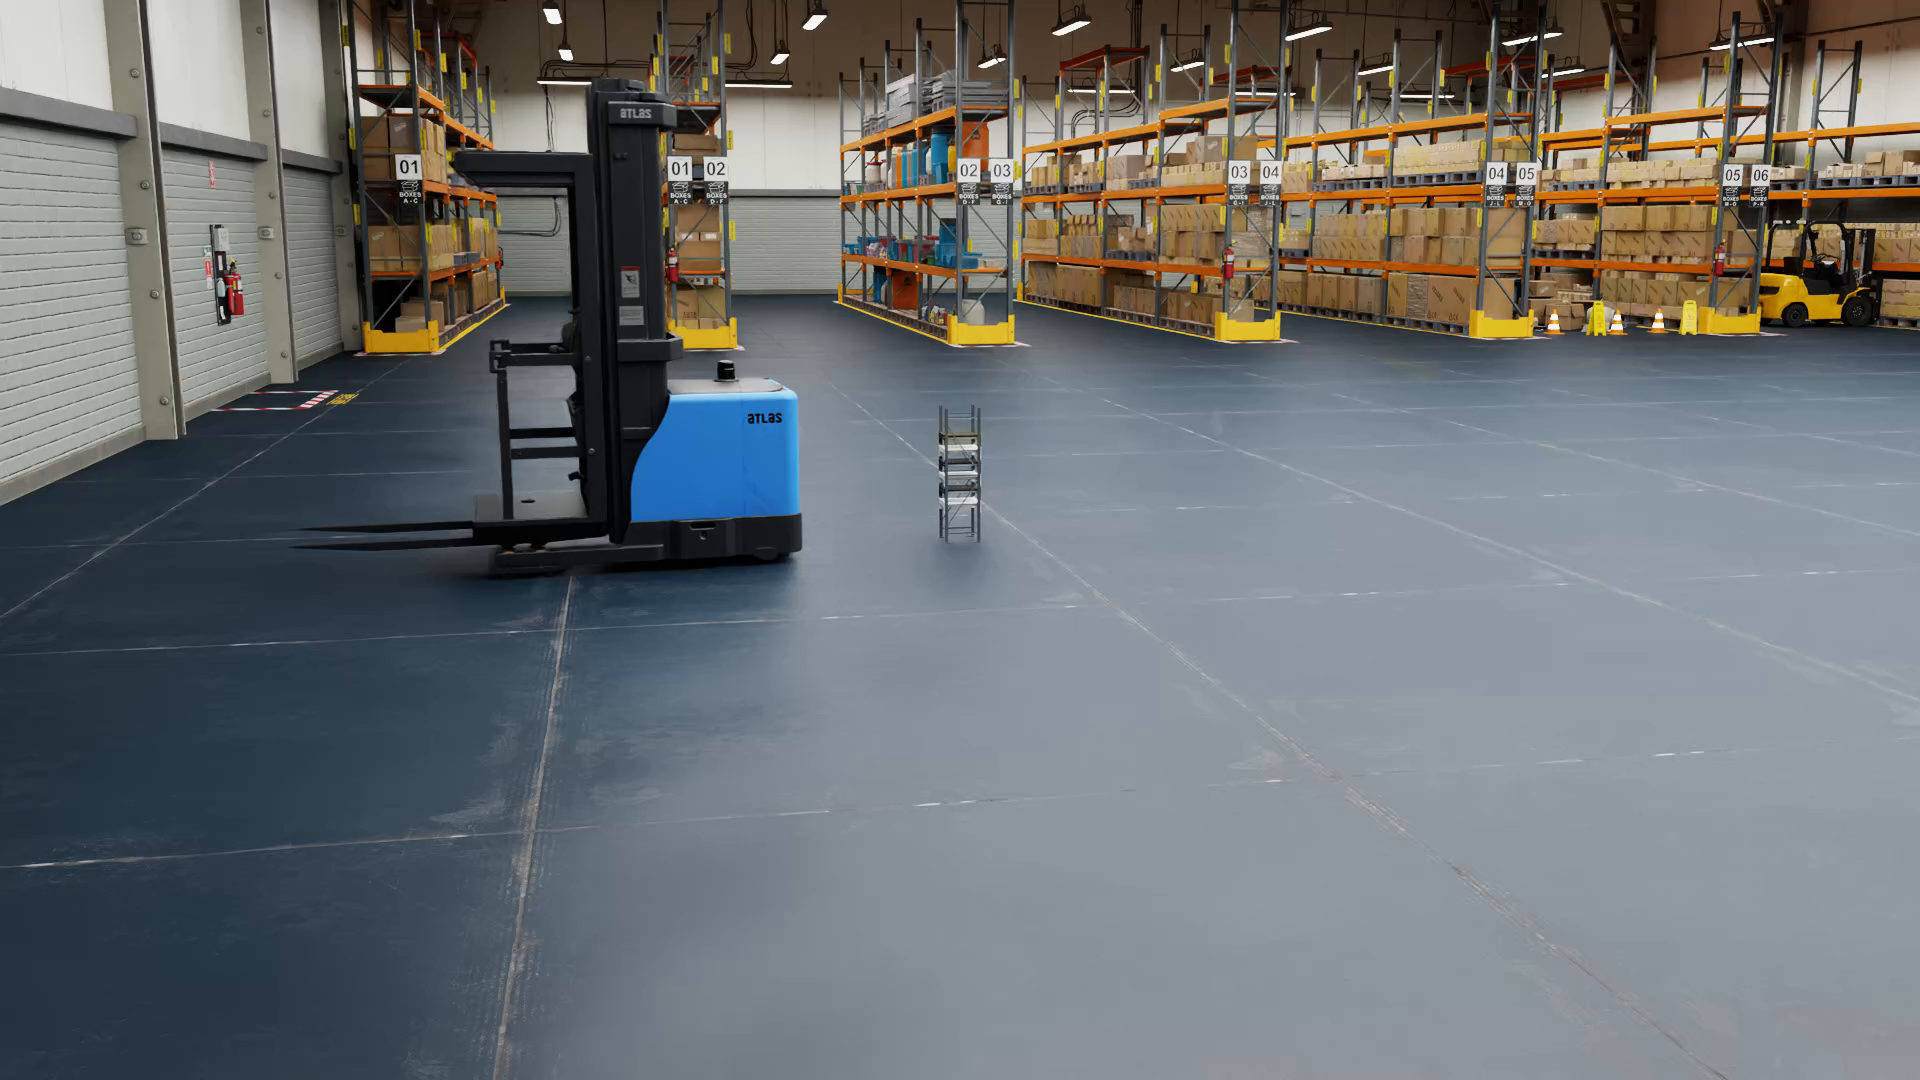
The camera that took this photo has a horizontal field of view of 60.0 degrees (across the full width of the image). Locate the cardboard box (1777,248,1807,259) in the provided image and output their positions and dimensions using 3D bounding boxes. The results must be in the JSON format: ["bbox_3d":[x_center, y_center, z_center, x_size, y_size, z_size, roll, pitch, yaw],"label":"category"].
[{"bbox_3d":[18.747,-6.430,37.358,0.500,0.250,0.500,-2,11,-10],"label":"cardboard box"}]

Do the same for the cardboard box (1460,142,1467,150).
[{"bbox_3d":[9.680,-7.447,31.426,0.380,0.149,0.250,-2,11,-10],"label":"cardboard box"}]

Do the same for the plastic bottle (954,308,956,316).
[{"bbox_3d":[-0.041,-4.424,32.527,0.152,0.276,0.135,-2,11,-11],"label":"plastic bottle"}]

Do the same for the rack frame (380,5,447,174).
[{"bbox_3d":[-10.064,-8.286,30.662,1.000,3.000,0.127,-2,11,-11],"label":"rack frame"}]

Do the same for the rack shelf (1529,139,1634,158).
[{"bbox_3d":[17.157,-10.847,46.051,1.077,0.370,4.000,-2,11,-11],"label":"rack shelf"}]

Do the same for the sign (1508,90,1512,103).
[{"bbox_3d":[12.912,-10.436,39.038,0.100,0.325,0.005,-2,11,-11],"label":"sign"}]

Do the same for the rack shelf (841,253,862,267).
[{"bbox_3d":[-2.291,-7.180,42.820,1.077,0.370,4.000,-2,11,-11],"label":"rack shelf"}]

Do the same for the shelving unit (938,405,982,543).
[{"bbox_3d":[-0.002,-0.444,11.120,0.258,0.900,0.210,-2,11,-11],"label":"shelving unit"}]

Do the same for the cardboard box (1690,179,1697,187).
[{"bbox_3d":[14.569,-7.006,32.631,0.380,0.149,0.250,-2,11,-9],"label":"cardboard box"}]

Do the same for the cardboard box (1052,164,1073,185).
[{"bbox_3d":[2.745,-9.266,42.176,0.700,0.500,0.500,-3,11,-14],"label":"cardboard box"}]

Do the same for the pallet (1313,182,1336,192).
[{"bbox_3d":[8.797,-8.039,37.894,1.213,0.211,1.003,-2,11,-8],"label":"pallet"}]

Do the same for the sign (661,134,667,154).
[{"bbox_3d":[-4.962,-6.638,27.873,0.100,0.325,0.005,-2,11,-11],"label":"sign"}]

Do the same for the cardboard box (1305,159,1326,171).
[{"bbox_3d":[8.286,-8.738,38.746,0.396,0.266,0.258,-2,11,-11],"label":"cardboard box"}]

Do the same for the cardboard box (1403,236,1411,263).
[{"bbox_3d":[9.610,-5.947,34.020,0.875,0.550,0.550,-2,11,-11],"label":"cardboard box"}]

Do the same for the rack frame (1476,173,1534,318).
[{"bbox_3d":[10.175,-5.307,31.058,1.000,3.000,0.127,-2,11,-11],"label":"rack frame"}]

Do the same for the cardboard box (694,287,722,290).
[{"bbox_3d":[-4.522,-4.299,29.987,0.500,0.500,0.500,-2,11,-11],"label":"cardboard box"}]

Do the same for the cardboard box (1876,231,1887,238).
[{"bbox_3d":[19.264,-6.343,34.496,0.380,0.149,0.250,-2,11,-11],"label":"cardboard box"}]

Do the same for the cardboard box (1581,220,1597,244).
[{"bbox_3d":[13.918,-6.717,36.281,0.500,0.500,0.500,-2,11,-12],"label":"cardboard box"}]

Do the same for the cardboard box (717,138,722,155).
[{"bbox_3d":[-4.482,-6.898,29.629,0.500,0.500,0.500,-2,11,-11],"label":"cardboard box"}]

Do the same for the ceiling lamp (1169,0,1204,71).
[{"bbox_3d":[5.822,-13.108,40.387,0.800,3.185,2.000,-2,11,-11],"label":"ceiling lamp"}]

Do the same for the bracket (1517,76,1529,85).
[{"bbox_3d":[16.860,-13.775,49.876,0.235,0.232,0.430,-2,11,-11],"label":"bracket"}]

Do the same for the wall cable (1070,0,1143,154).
[{"bbox_3d":[4.460,-13.770,50.871,2.277,5.999,0.120,-2,11,-11],"label":"wall cable"}]

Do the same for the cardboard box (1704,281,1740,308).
[{"bbox_3d":[15.120,-4.892,33.102,0.500,0.500,0.500,-3,11,-13],"label":"cardboard box"}]

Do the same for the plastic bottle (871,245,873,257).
[{"bbox_3d":[-2.076,-6.863,39.545,0.061,0.283,0.133,-2,11,-11],"label":"plastic bottle"}]

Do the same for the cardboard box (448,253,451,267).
[{"bbox_3d":[-9.585,-5.107,30.355,0.500,0.250,0.500,-2,11,-11],"label":"cardboard box"}]

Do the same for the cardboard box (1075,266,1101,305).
[{"bbox_3d":[3.455,-6.066,39.606,1.225,0.875,0.875,-2,11,-11],"label":"cardboard box"}]

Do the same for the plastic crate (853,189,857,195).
[{"bbox_3d":[-2.522,-8.730,41.722,0.293,0.136,0.466,-2,11,-11],"label":"plastic crate"}]

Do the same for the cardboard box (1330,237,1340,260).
[{"bbox_3d":[8.641,-6.546,37.298,0.500,0.500,0.500,-2,11,-11],"label":"cardboard box"}]

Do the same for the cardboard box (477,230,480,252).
[{"bbox_3d":[-10.982,-6.658,37.041,0.500,0.500,0.500,-2,11,-9],"label":"cardboard box"}]

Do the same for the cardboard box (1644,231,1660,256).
[{"bbox_3d":[14.369,-6.068,33.993,0.500,0.500,0.500,-2,11,-10],"label":"cardboard box"}]

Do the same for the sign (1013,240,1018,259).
[{"bbox_3d":[0.973,-5.121,29.337,0.100,0.325,0.005,-2,11,-11],"label":"sign"}]

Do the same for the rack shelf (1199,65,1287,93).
[{"bbox_3d":[7.452,-12.101,43.745,1.077,0.370,4.000,-2,11,-11],"label":"rack shelf"}]

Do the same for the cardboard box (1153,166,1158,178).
[{"bbox_3d":[4.232,-7.662,34.642,0.396,0.266,0.258,-2,11,-9],"label":"cardboard box"}]

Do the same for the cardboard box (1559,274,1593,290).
[{"bbox_3d":[17.124,-7.136,46.227,0.700,0.500,0.500,-3,11,-13],"label":"cardboard box"}]

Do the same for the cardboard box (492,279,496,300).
[{"bbox_3d":[-12.066,-6.301,41.844,0.700,0.500,0.500,-2,11,-11],"label":"cardboard box"}]

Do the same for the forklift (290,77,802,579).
[{"bbox_3d":[-2.570,-1.315,10.266,3.031,2.935,1.130,-3,11,-15],"label":"forklift"}]

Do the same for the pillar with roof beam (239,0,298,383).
[{"bbox_3d":[-4.881,-6.705,22.358,9.100,9.000,0.400,-2,11,-11],"label":"pillar with roof beam"}]

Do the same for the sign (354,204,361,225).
[{"bbox_3d":[-9.834,-5.313,27.144,0.100,0.325,0.005,-2,11,-11],"label":"sign"}]

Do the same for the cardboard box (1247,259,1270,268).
[{"bbox_3d":[5.469,-5.083,30.552,0.380,0.149,0.250,-2,11,-11],"label":"cardboard box"}]

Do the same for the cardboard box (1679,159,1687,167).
[{"bbox_3d":[14.536,-7.487,33.029,0.380,0.149,0.250,-2,11,-11],"label":"cardboard box"}]

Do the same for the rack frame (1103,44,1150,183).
[{"bbox_3d":[3.735,-9.560,37.356,1.000,3.000,0.127,-2,11,-11],"label":"rack frame"}]

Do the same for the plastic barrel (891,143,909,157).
[{"bbox_3d":[-1.231,-8.428,37.158,0.600,0.830,0.708,-2,11,-11],"label":"plastic barrel"}]

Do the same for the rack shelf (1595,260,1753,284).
[{"bbox_3d":[14.622,-5.519,34.096,1.077,0.370,4.000,-2,11,-11],"label":"rack shelf"}]

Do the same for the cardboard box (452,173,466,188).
[{"bbox_3d":[-10.437,-7.390,34.162,0.500,0.311,0.500,-2,11,-11],"label":"cardboard box"}]

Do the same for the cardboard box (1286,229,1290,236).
[{"bbox_3d":[7.977,-7.317,39.575,0.380,0.149,0.250,-2,11,-9],"label":"cardboard box"}]

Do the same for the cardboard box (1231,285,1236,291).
[{"bbox_3d":[7.334,-6.604,43.577,0.380,0.149,0.250,-3,11,-13],"label":"cardboard box"}]

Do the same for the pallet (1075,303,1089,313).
[{"bbox_3d":[3.421,-5.614,40.125,1.003,0.211,1.213,-2,11,-11],"label":"pallet"}]

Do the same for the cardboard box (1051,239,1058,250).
[{"bbox_3d":[2.613,-7.490,42.133,0.500,0.250,0.500,-2,11,-12],"label":"cardboard box"}]

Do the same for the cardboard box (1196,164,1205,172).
[{"bbox_3d":[4.685,-7.020,31.368,0.380,0.149,0.250,-3,11,-14],"label":"cardboard box"}]

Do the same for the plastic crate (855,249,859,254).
[{"bbox_3d":[-2.383,-7.256,41.872,0.437,0.125,0.590,-2,11,-11],"label":"plastic crate"}]

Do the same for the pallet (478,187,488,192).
[{"bbox_3d":[-11.768,-8.386,39.450,1.003,0.211,1.213,-2,11,-11],"label":"pallet"}]

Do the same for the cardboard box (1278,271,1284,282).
[{"bbox_3d":[8.037,-6.423,40.478,0.500,0.250,0.500,-2,11,-10],"label":"cardboard box"}]

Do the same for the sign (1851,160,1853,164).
[{"bbox_3d":[19.646,-8.208,36.679,0.100,0.325,0.005,-2,11,-11],"label":"sign"}]

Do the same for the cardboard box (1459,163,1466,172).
[{"bbox_3d":[9.679,-7.055,31.499,0.380,0.149,0.250,-2,11,-10],"label":"cardboard box"}]
